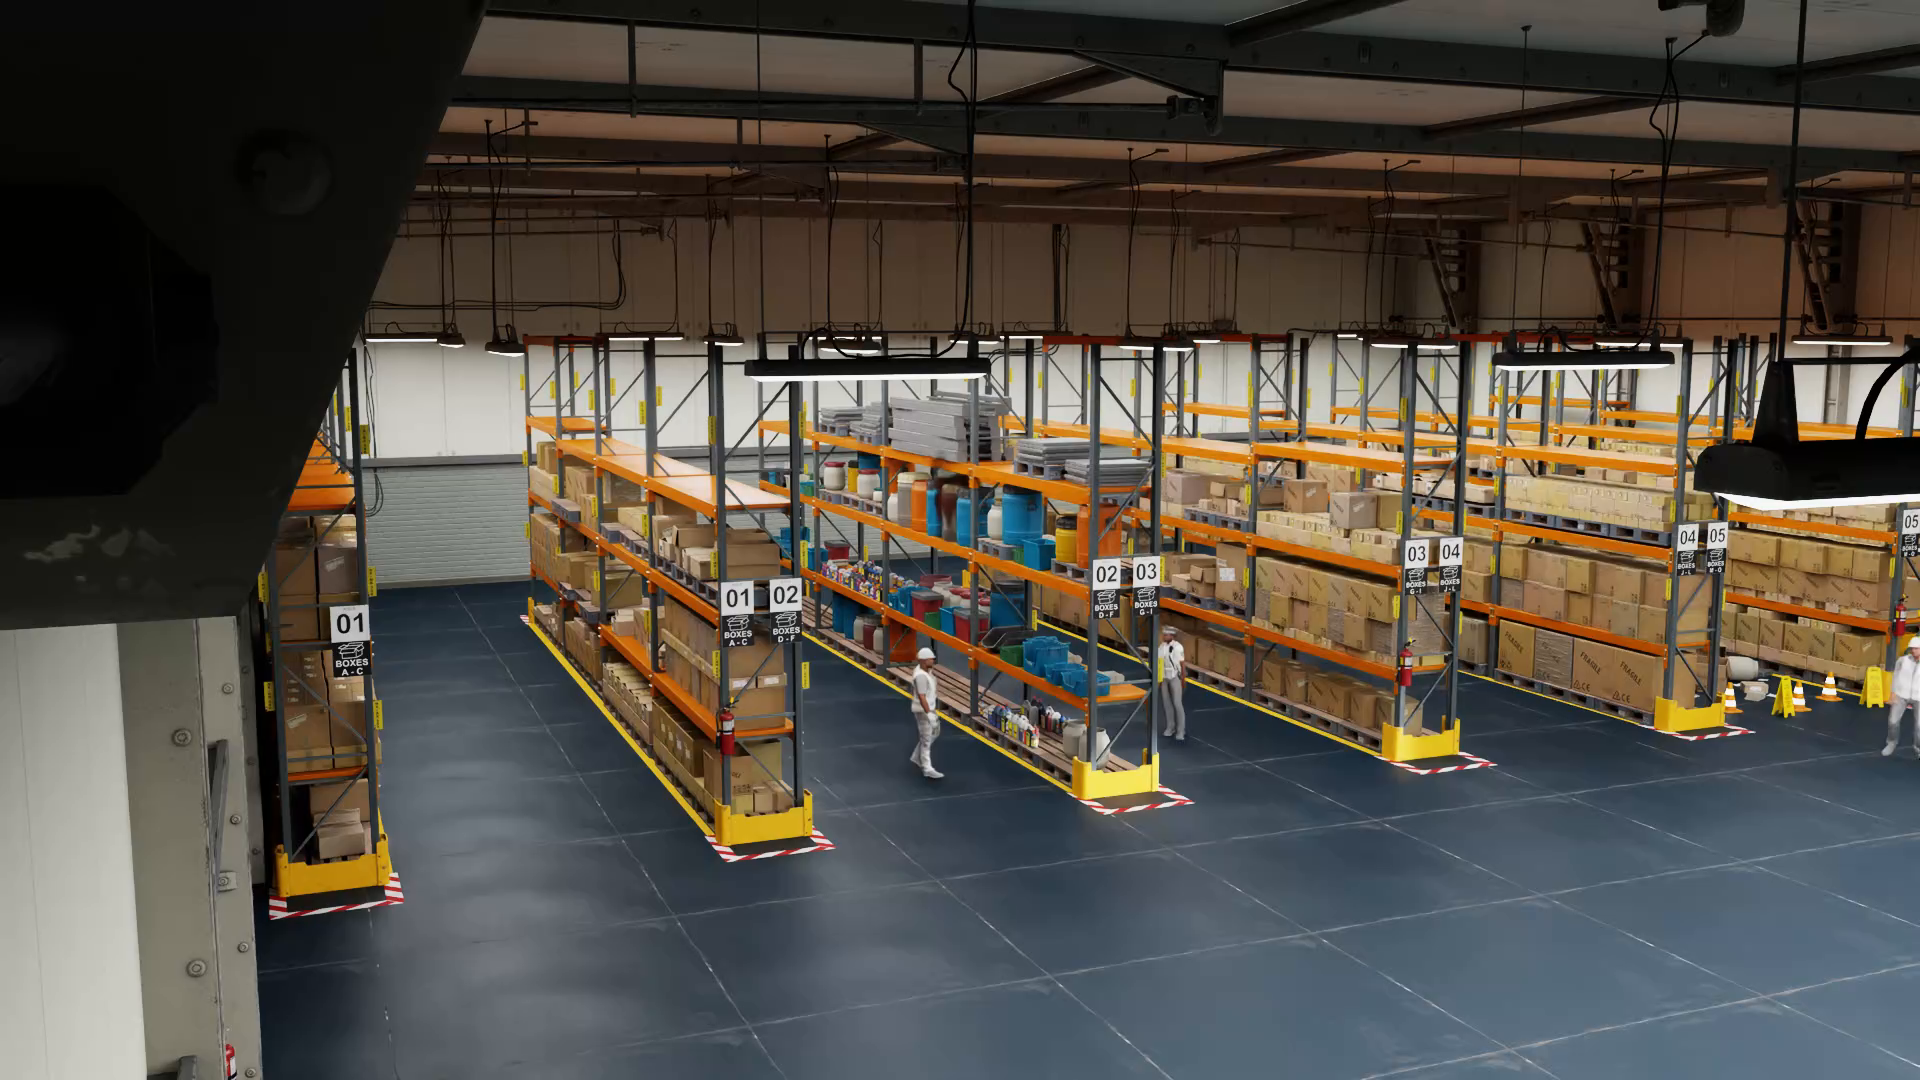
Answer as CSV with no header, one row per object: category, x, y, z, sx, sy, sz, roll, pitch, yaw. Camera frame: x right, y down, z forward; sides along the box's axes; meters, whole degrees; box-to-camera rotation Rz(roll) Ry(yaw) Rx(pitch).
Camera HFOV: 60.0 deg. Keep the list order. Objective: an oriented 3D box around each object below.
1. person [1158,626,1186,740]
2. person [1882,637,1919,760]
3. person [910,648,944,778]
person,3.228,2.156,25.302,0.364,1.719,0.583,-8,11,-44
person,13.666,2.267,23.920,0.596,1.785,0.405,3,8,24
person,-0.458,2.375,23.117,0.525,1.782,0.714,1,8,7
